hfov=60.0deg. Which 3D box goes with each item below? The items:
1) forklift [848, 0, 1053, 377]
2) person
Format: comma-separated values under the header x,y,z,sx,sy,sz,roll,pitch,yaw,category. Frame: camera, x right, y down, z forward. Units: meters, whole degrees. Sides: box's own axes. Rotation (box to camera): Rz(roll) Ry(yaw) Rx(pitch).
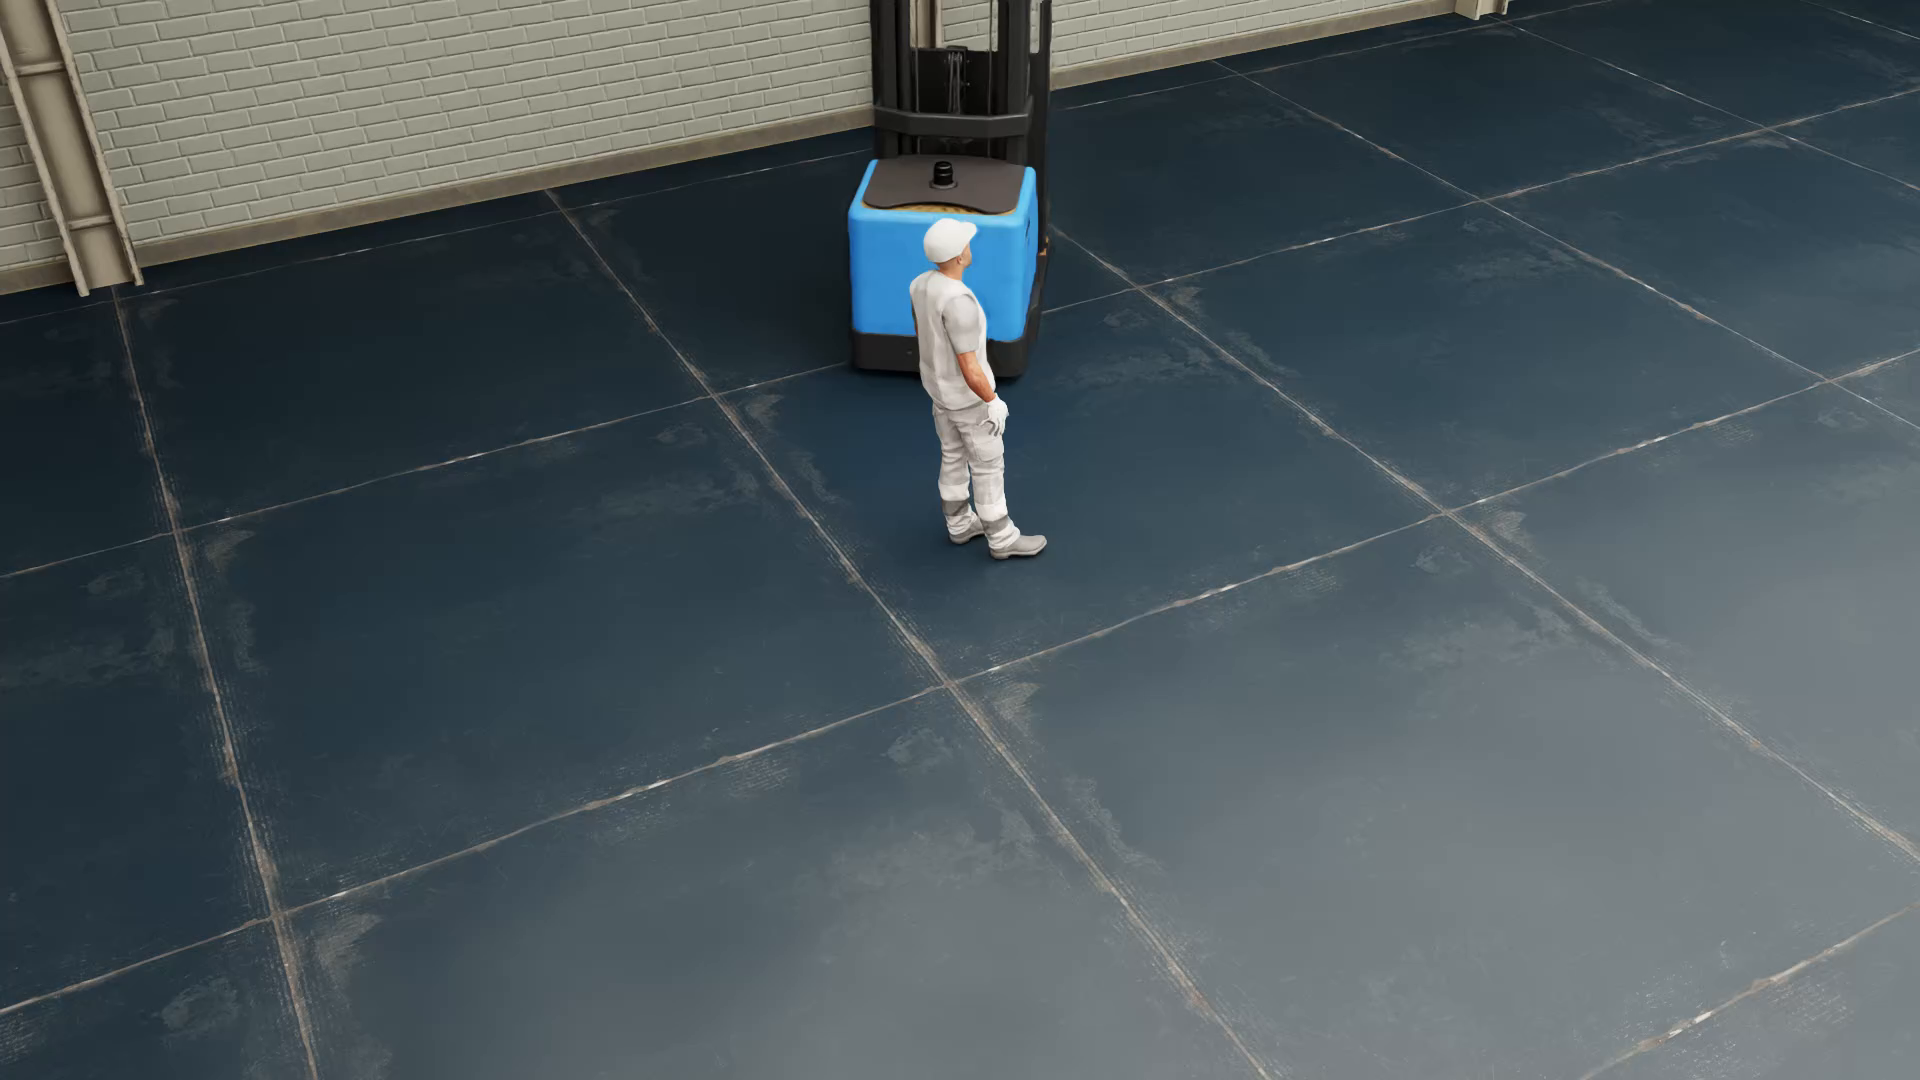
x,y,z,sx,sy,sz,roll,pitch,yaw,category
0.036,-3.004,10.372,1.130,2.935,3.031,4,35,6,forklift
0.076,-0.752,8.163,0.564,1.787,0.637,-17,39,-23,person
